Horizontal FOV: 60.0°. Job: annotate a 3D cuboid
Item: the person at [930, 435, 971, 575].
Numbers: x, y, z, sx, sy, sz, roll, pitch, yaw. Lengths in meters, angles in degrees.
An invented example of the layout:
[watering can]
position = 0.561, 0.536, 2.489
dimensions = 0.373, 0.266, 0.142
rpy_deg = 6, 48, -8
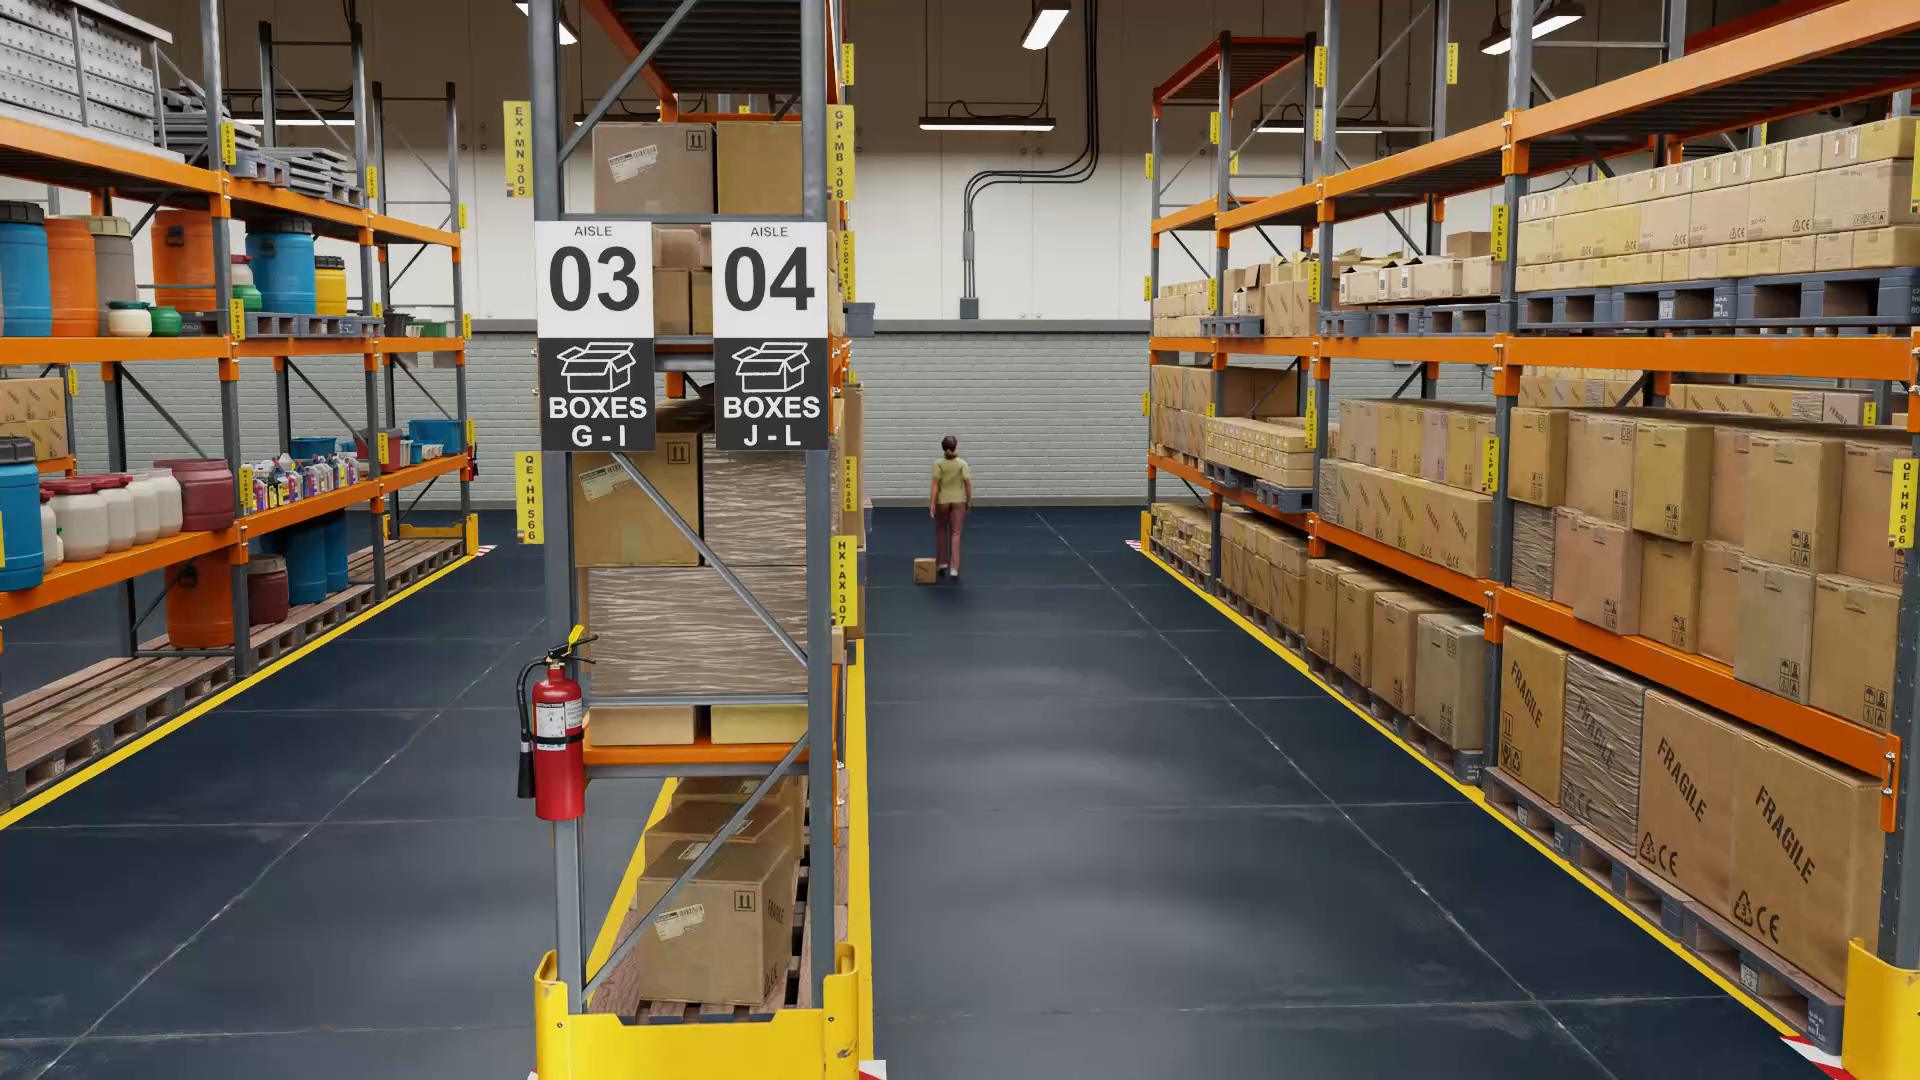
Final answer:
[person]
position = -0.104, -0.413, 19.631
dimensions = 0.477, 1.663, 0.864
rpy_deg = 0, 7, 2
